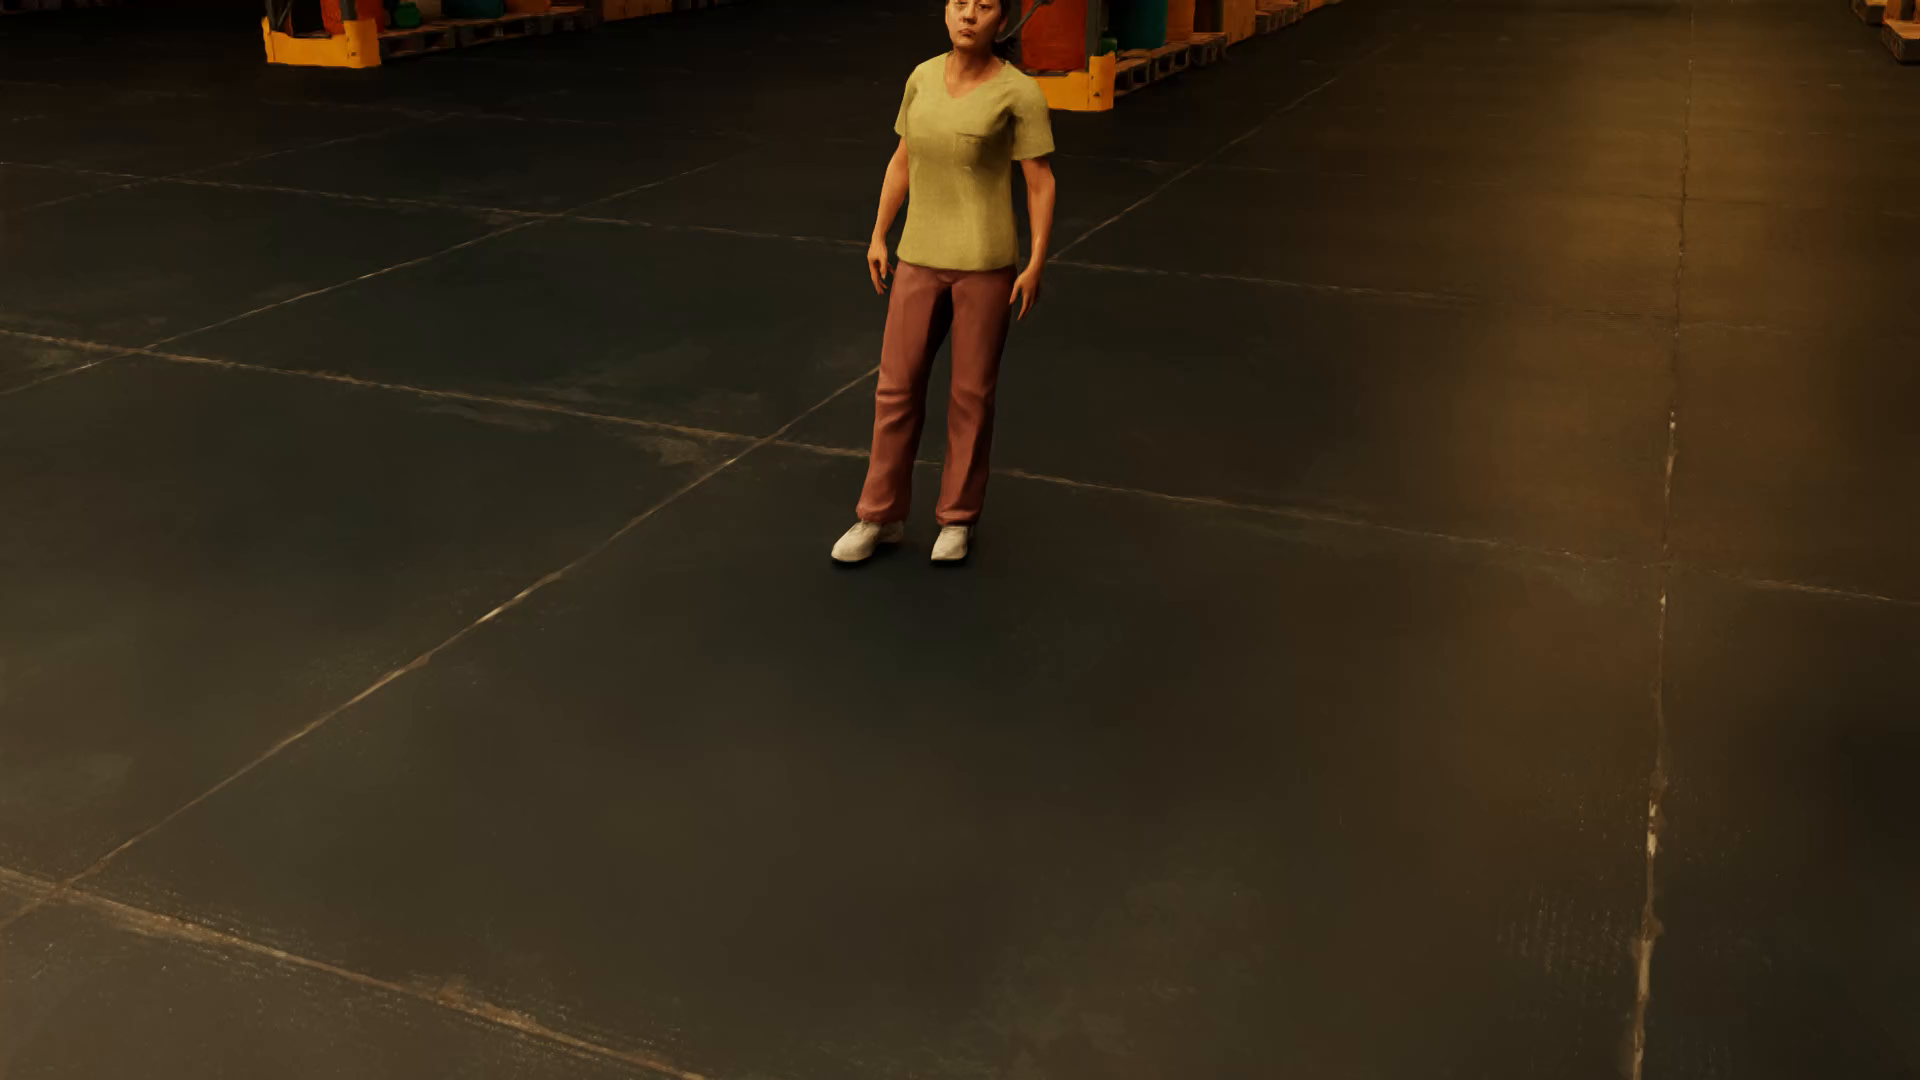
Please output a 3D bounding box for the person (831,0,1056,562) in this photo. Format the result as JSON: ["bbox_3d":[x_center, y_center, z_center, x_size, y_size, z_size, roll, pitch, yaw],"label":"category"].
[{"bbox_3d":[-0.038,-0.755,4.708,0.554,1.674,0.548,9,24,21],"label":"person"}]
